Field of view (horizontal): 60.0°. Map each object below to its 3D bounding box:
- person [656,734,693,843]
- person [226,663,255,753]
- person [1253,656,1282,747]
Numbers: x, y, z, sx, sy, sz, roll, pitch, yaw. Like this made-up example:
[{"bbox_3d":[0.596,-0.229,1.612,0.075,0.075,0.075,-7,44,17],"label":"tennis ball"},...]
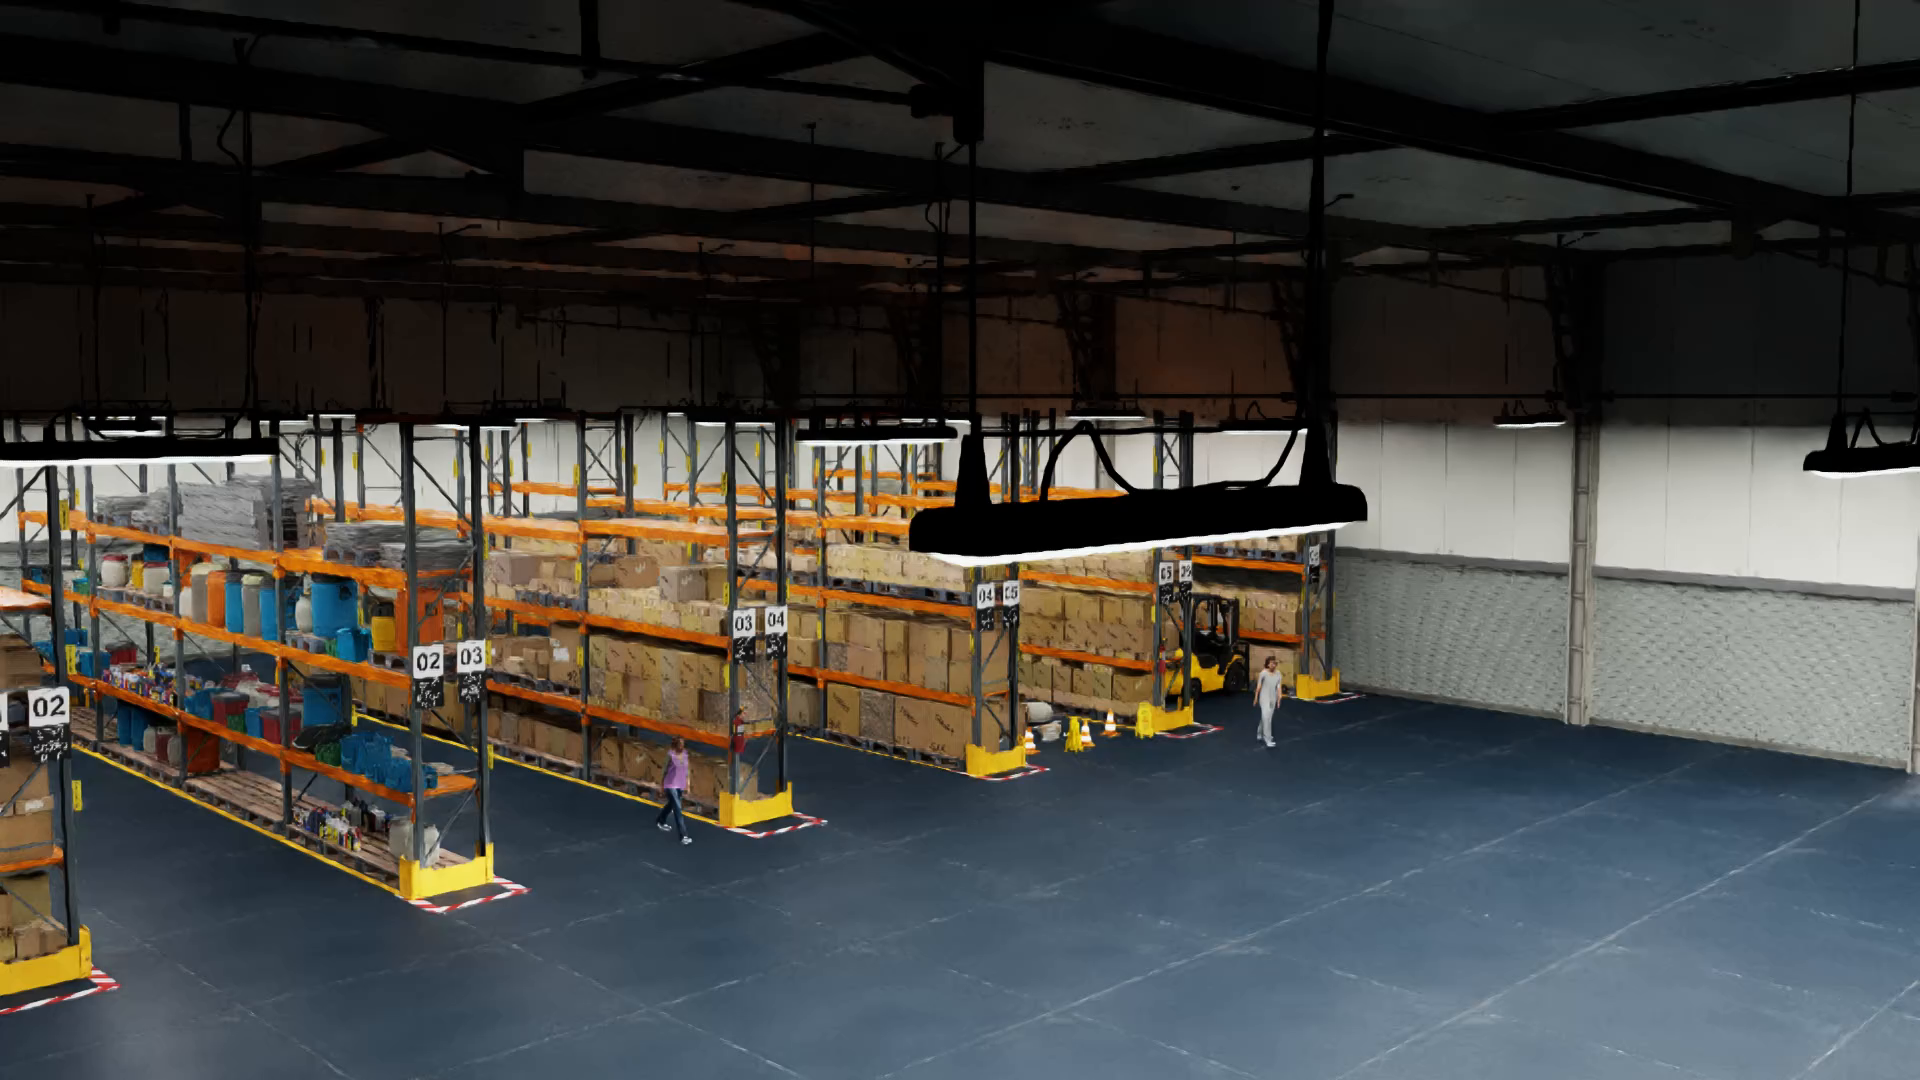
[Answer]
[{"bbox_3d":[-4.052,3.503,23.729,1.034,1.525,0.416,5,7,44],"label":"person"},{"bbox_3d":[-12.714,2.977,29.479,0.582,1.611,0.625,5,7,43],"label":"person"},{"bbox_3d":[5.621,2.900,30.213,0.482,1.621,0.947,-2,5,-21],"label":"person"}]
